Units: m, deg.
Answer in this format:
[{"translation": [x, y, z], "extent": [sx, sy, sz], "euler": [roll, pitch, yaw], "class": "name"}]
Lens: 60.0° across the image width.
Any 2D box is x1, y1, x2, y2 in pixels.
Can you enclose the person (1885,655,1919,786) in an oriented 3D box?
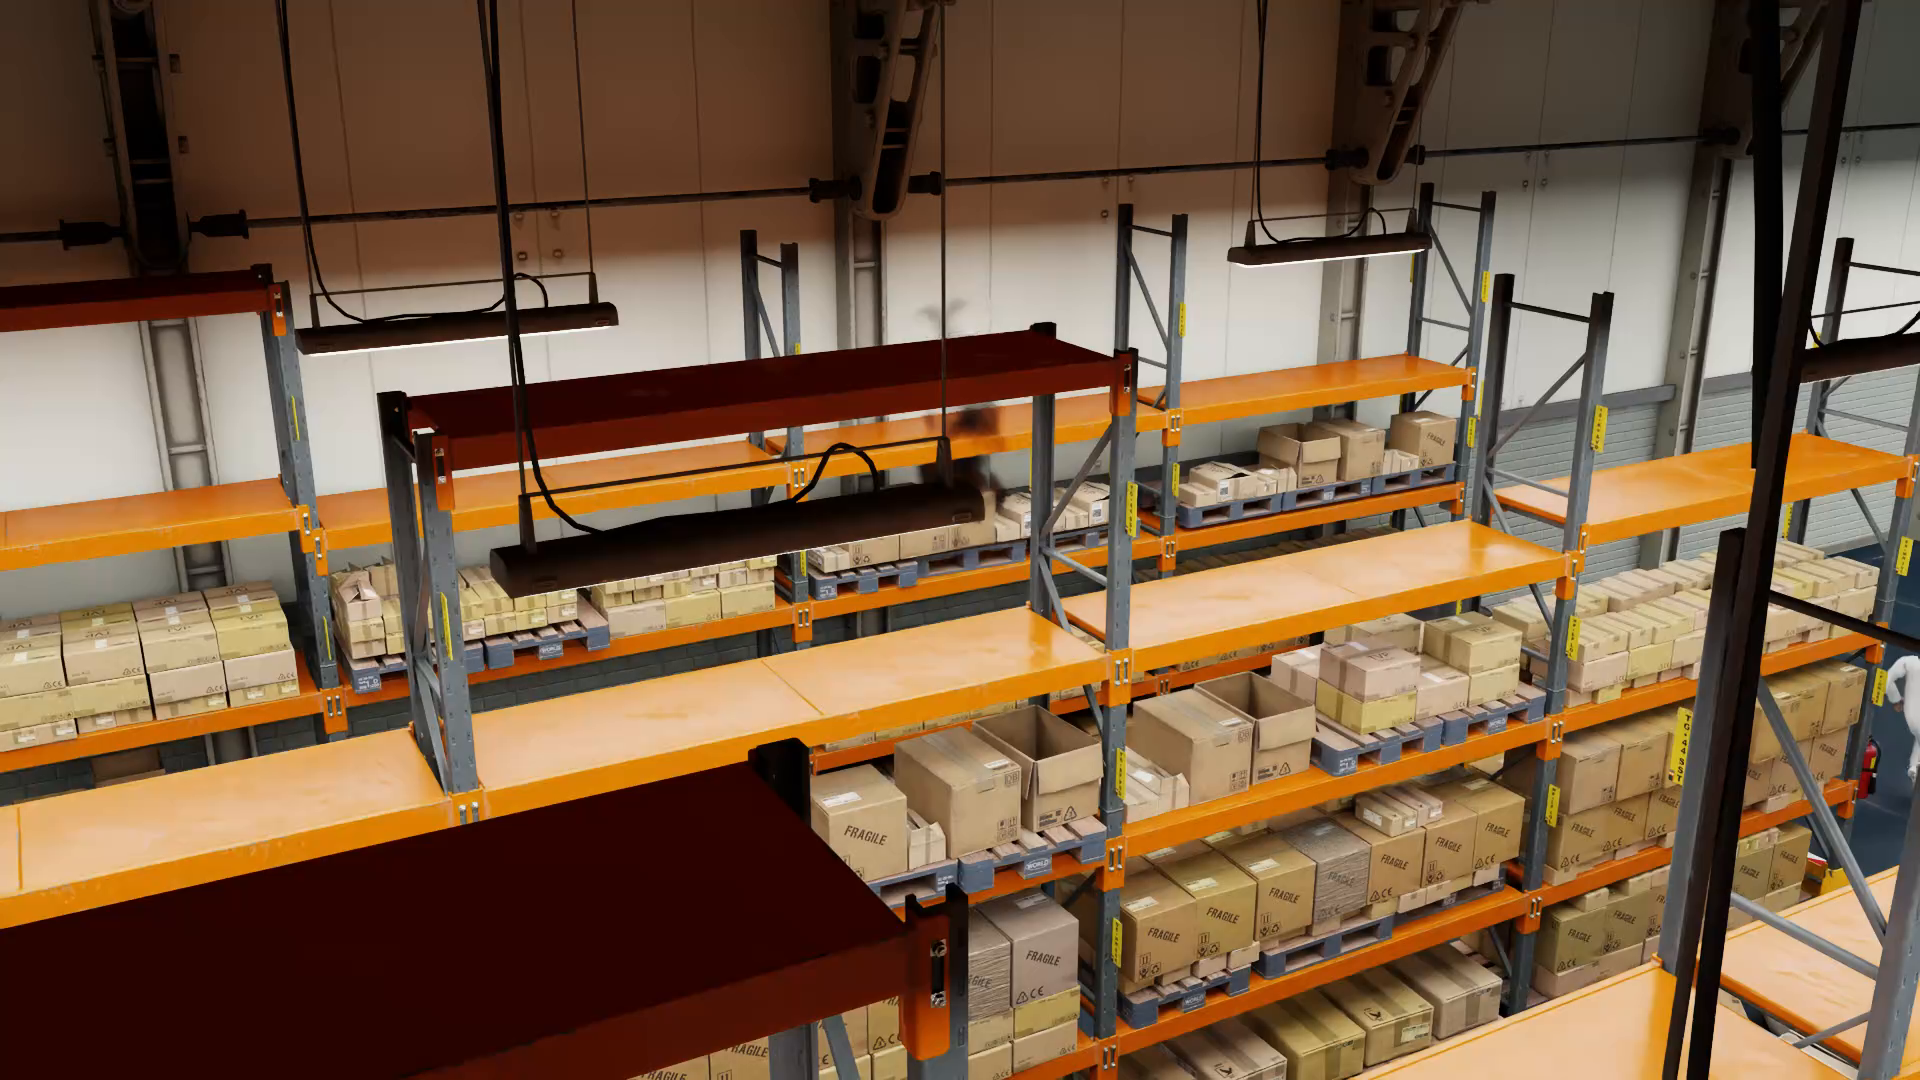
[{"translation": [10.029, 1.797, 17.298], "extent": [0.614, 1.716, 0.773], "euler": [-15, 23, -38], "class": "person"}]
